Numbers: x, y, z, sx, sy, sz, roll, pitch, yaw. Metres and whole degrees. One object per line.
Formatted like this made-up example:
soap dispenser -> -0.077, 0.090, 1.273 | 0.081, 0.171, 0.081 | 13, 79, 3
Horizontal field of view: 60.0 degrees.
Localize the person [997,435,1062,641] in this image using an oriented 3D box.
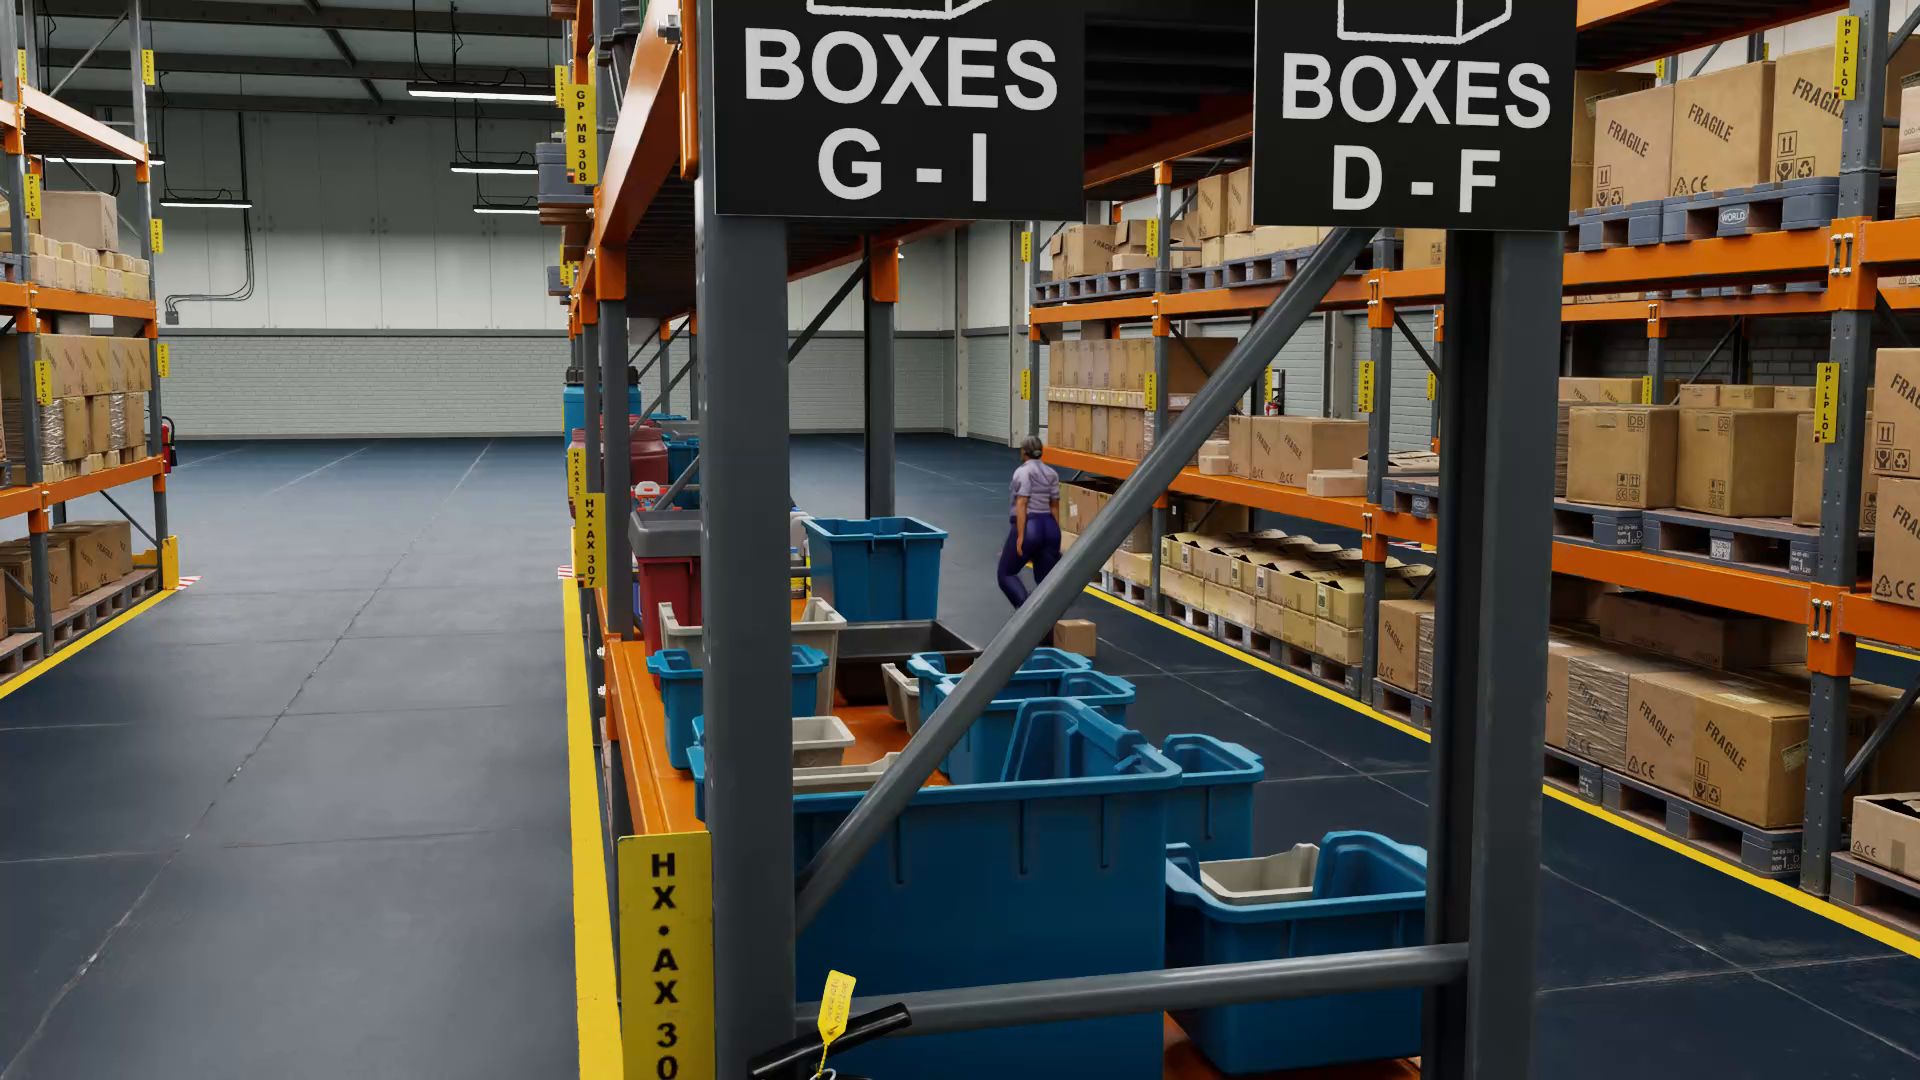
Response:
person -> 0.590, -0.016, 13.280 | 0.532, 1.633, 0.471 | -5, 8, -37
